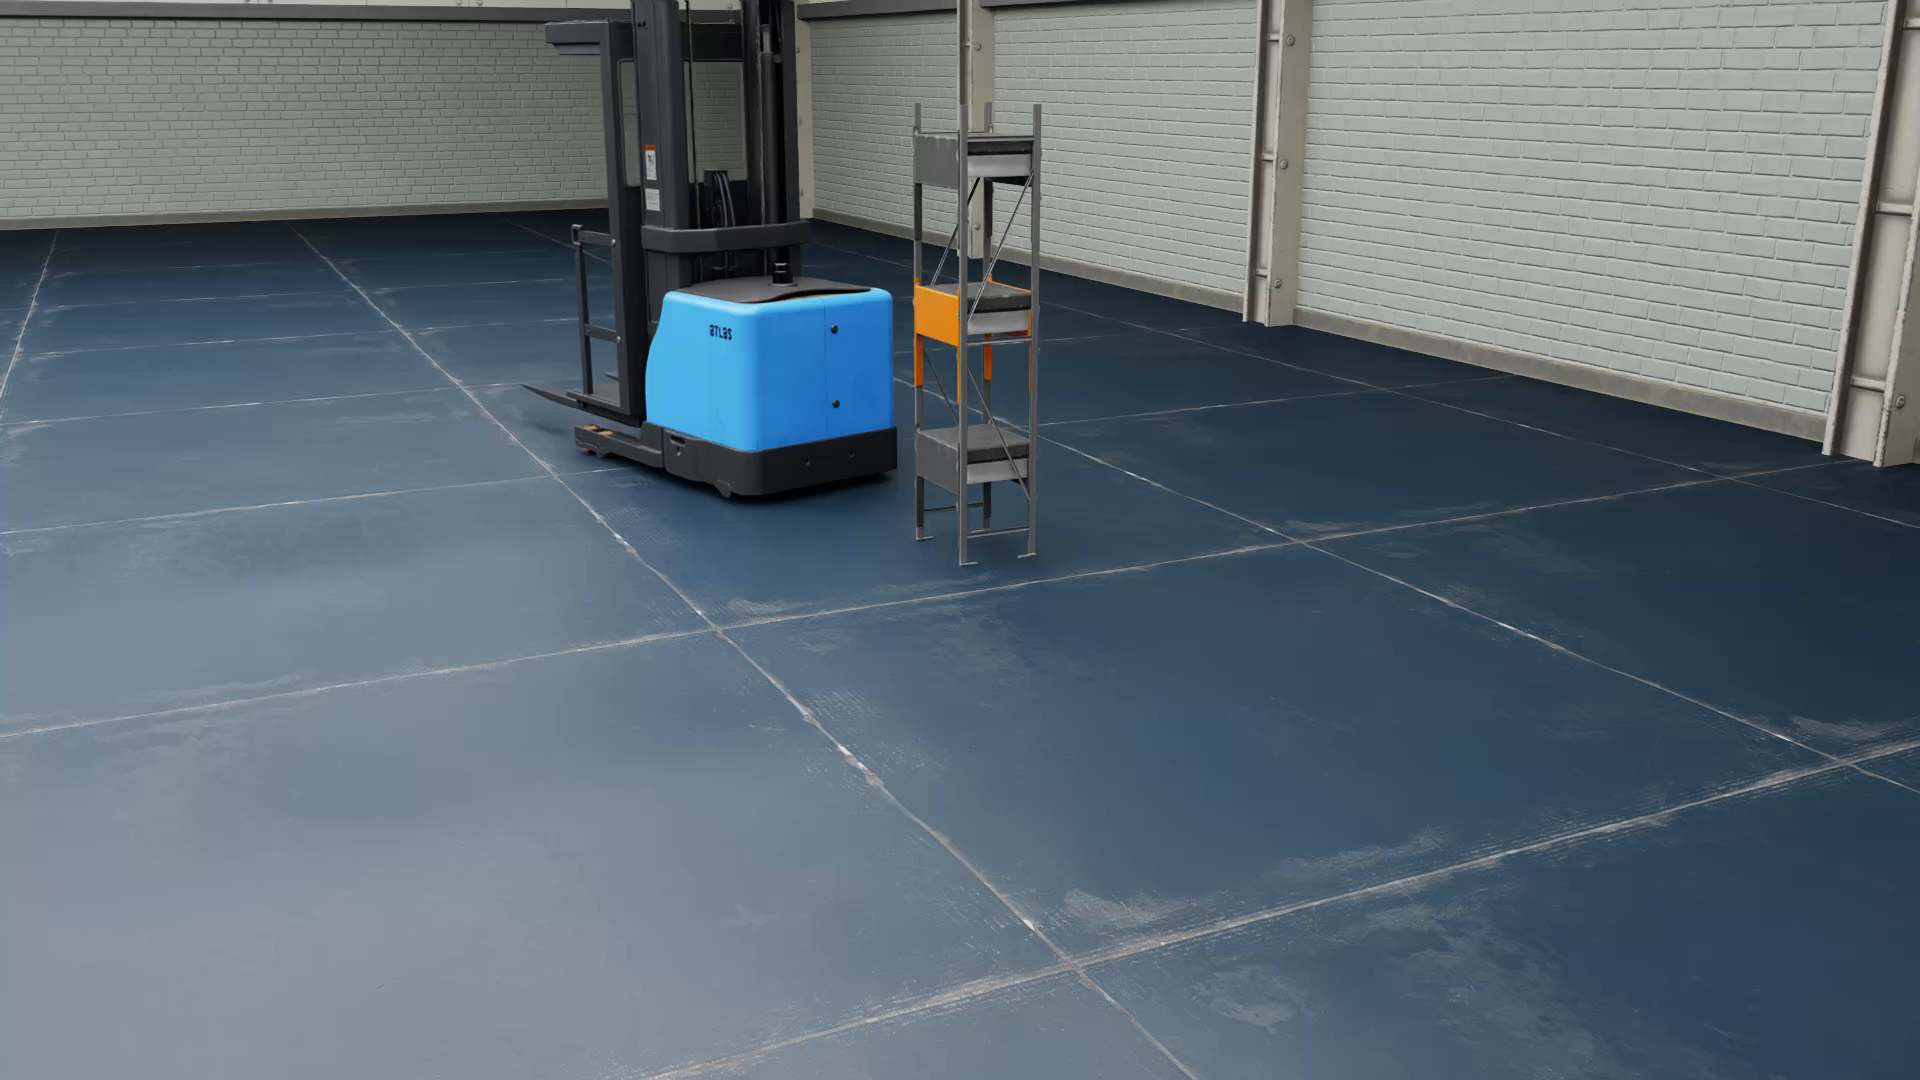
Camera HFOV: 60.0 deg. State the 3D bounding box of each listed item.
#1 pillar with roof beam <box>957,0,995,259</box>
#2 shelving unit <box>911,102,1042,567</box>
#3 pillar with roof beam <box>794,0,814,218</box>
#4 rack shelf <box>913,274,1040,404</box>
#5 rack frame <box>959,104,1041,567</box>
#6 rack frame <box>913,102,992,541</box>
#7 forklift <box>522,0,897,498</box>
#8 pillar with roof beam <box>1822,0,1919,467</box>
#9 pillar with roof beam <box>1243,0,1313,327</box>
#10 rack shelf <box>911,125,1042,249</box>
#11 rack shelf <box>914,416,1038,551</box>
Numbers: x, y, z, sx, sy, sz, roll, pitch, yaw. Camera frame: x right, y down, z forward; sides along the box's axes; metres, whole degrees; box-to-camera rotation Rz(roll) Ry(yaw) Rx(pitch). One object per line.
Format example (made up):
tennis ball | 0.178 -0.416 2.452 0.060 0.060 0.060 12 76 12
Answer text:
pillar with roof beam | -3.683 -7.275 17.287 9.100 9.000 0.400 -8 18 -25
shelving unit | 0.073 -0.968 7.818 0.431 2.100 0.503 -8 18 -25
pillar with roof beam | -6.311 -8.762 22.471 9.100 9.000 0.400 -8 18 -25
rack shelf | 0.073 -0.955 7.822 0.431 0.518 0.480 -8 18 -25
rack frame | 0.179 -0.908 7.607 0.400 2.100 0.015 -8 18 -25
rack frame | -0.034 -1.029 8.029 0.400 2.100 0.015 -8 18 -25
forklift | -1.688 -1.974 9.817 1.130 2.935 3.031 -13 21 -38
pillar with roof beam | 1.574 -4.299 6.918 9.100 9.000 0.400 -8 18 -25
pillar with roof beam | -1.054 -5.787 12.102 9.100 9.000 0.400 -8 18 -25
rack shelf | 0.073 -1.628 7.629 0.431 0.518 0.480 -8 18 -25
rack shelf | 0.073 -0.282 8.015 0.431 0.518 0.480 -8 18 -25
